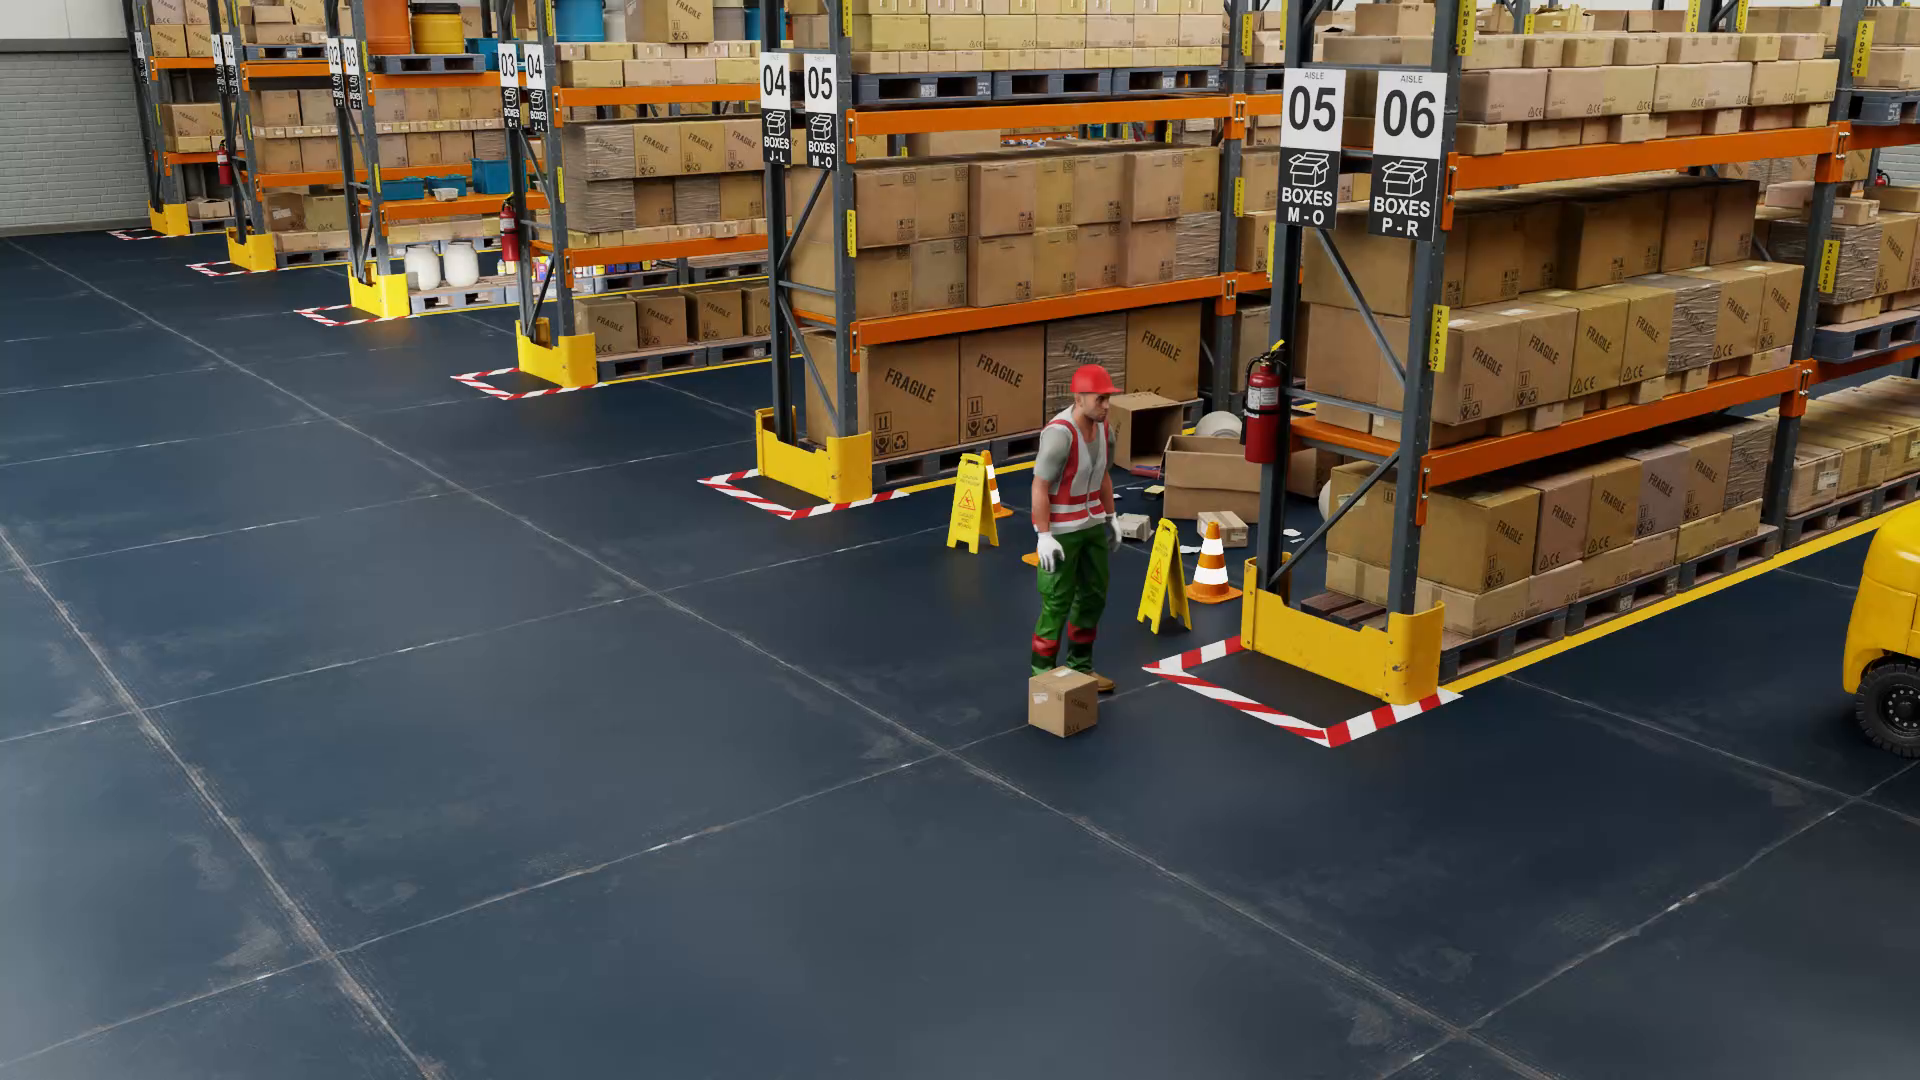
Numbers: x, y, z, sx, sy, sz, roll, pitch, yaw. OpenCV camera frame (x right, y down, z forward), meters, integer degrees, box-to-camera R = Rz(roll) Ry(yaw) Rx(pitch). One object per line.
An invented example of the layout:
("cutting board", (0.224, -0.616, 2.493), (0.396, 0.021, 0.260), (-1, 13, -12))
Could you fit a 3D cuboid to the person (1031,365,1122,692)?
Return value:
("person", (0.613, -0.040, 8.649), (0.620, 1.780, 0.445), (-16, 24, -42))
